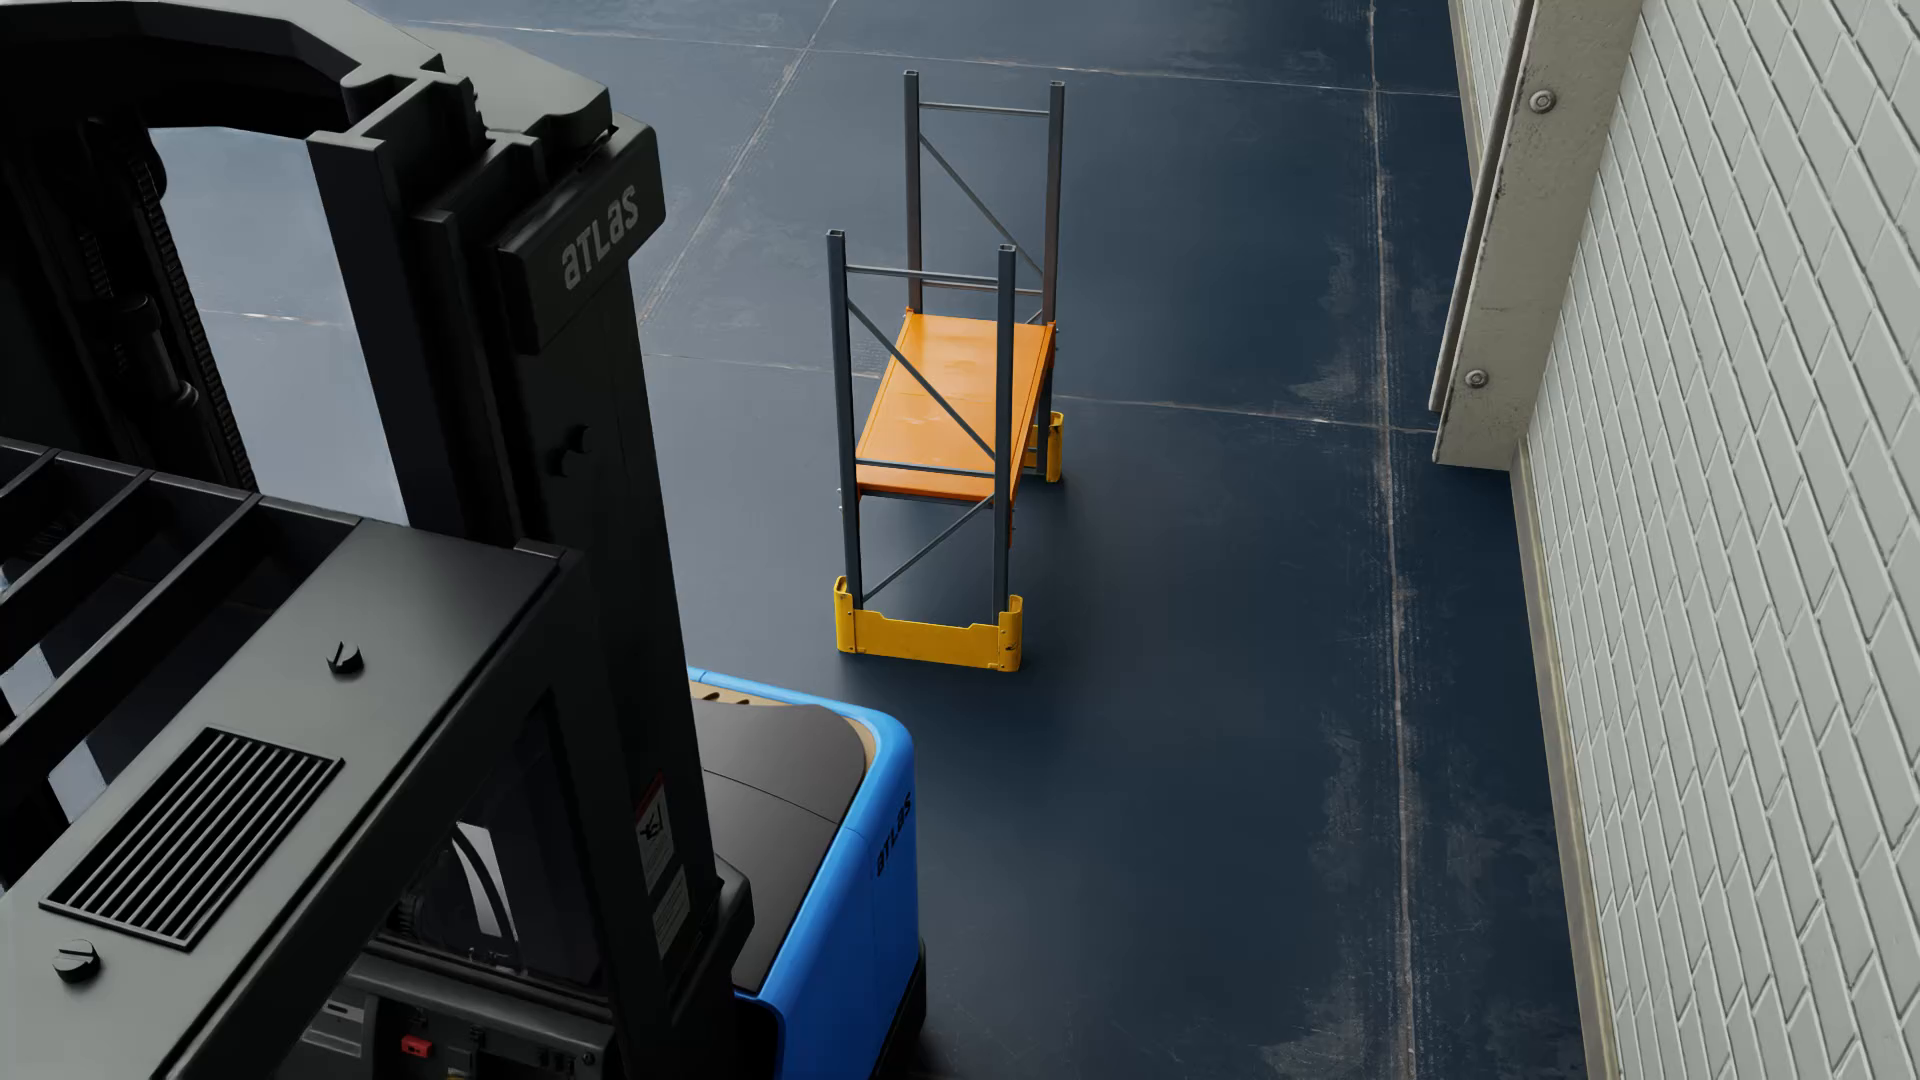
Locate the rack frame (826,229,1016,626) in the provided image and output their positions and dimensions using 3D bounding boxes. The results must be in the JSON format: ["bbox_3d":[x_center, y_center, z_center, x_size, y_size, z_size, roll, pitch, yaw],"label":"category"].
[{"bbox_3d":[-0.103,-0.205,4.821,0.500,1.500,0.032,6,40,8],"label":"rack frame"}]

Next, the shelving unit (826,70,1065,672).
[{"bbox_3d":[-0.013,-0.530,5.214,0.587,1.500,1.083,6,40,8],"label":"shelving unit"}]

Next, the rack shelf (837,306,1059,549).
[{"bbox_3d":[-0.015,-0.386,5.322,0.538,0.185,1.000,6,40,8],"label":"rack shelf"}]

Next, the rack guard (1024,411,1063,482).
[{"bbox_3d":[0.073,-0.361,5.991,0.587,0.250,0.087,6,40,8],"label":"rack guard"}]

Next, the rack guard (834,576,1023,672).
[{"bbox_3d":[-0.099,0.264,5.234,0.587,0.250,0.087,6,40,8],"label":"rack guard"}]

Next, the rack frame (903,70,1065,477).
[{"bbox_3d":[0.073,-0.844,5.593,0.500,1.500,0.032,6,40,8],"label":"rack frame"}]

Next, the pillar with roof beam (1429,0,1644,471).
[{"bbox_3d":[-2.321,-4.332,3.928,9.100,9.000,0.400,6,40,8],"label":"pillar with roof beam"}]

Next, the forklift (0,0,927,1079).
[{"bbox_3d":[-1.023,0.882,2.383,1.130,2.935,3.031,12,41,14],"label":"forklift"}]
